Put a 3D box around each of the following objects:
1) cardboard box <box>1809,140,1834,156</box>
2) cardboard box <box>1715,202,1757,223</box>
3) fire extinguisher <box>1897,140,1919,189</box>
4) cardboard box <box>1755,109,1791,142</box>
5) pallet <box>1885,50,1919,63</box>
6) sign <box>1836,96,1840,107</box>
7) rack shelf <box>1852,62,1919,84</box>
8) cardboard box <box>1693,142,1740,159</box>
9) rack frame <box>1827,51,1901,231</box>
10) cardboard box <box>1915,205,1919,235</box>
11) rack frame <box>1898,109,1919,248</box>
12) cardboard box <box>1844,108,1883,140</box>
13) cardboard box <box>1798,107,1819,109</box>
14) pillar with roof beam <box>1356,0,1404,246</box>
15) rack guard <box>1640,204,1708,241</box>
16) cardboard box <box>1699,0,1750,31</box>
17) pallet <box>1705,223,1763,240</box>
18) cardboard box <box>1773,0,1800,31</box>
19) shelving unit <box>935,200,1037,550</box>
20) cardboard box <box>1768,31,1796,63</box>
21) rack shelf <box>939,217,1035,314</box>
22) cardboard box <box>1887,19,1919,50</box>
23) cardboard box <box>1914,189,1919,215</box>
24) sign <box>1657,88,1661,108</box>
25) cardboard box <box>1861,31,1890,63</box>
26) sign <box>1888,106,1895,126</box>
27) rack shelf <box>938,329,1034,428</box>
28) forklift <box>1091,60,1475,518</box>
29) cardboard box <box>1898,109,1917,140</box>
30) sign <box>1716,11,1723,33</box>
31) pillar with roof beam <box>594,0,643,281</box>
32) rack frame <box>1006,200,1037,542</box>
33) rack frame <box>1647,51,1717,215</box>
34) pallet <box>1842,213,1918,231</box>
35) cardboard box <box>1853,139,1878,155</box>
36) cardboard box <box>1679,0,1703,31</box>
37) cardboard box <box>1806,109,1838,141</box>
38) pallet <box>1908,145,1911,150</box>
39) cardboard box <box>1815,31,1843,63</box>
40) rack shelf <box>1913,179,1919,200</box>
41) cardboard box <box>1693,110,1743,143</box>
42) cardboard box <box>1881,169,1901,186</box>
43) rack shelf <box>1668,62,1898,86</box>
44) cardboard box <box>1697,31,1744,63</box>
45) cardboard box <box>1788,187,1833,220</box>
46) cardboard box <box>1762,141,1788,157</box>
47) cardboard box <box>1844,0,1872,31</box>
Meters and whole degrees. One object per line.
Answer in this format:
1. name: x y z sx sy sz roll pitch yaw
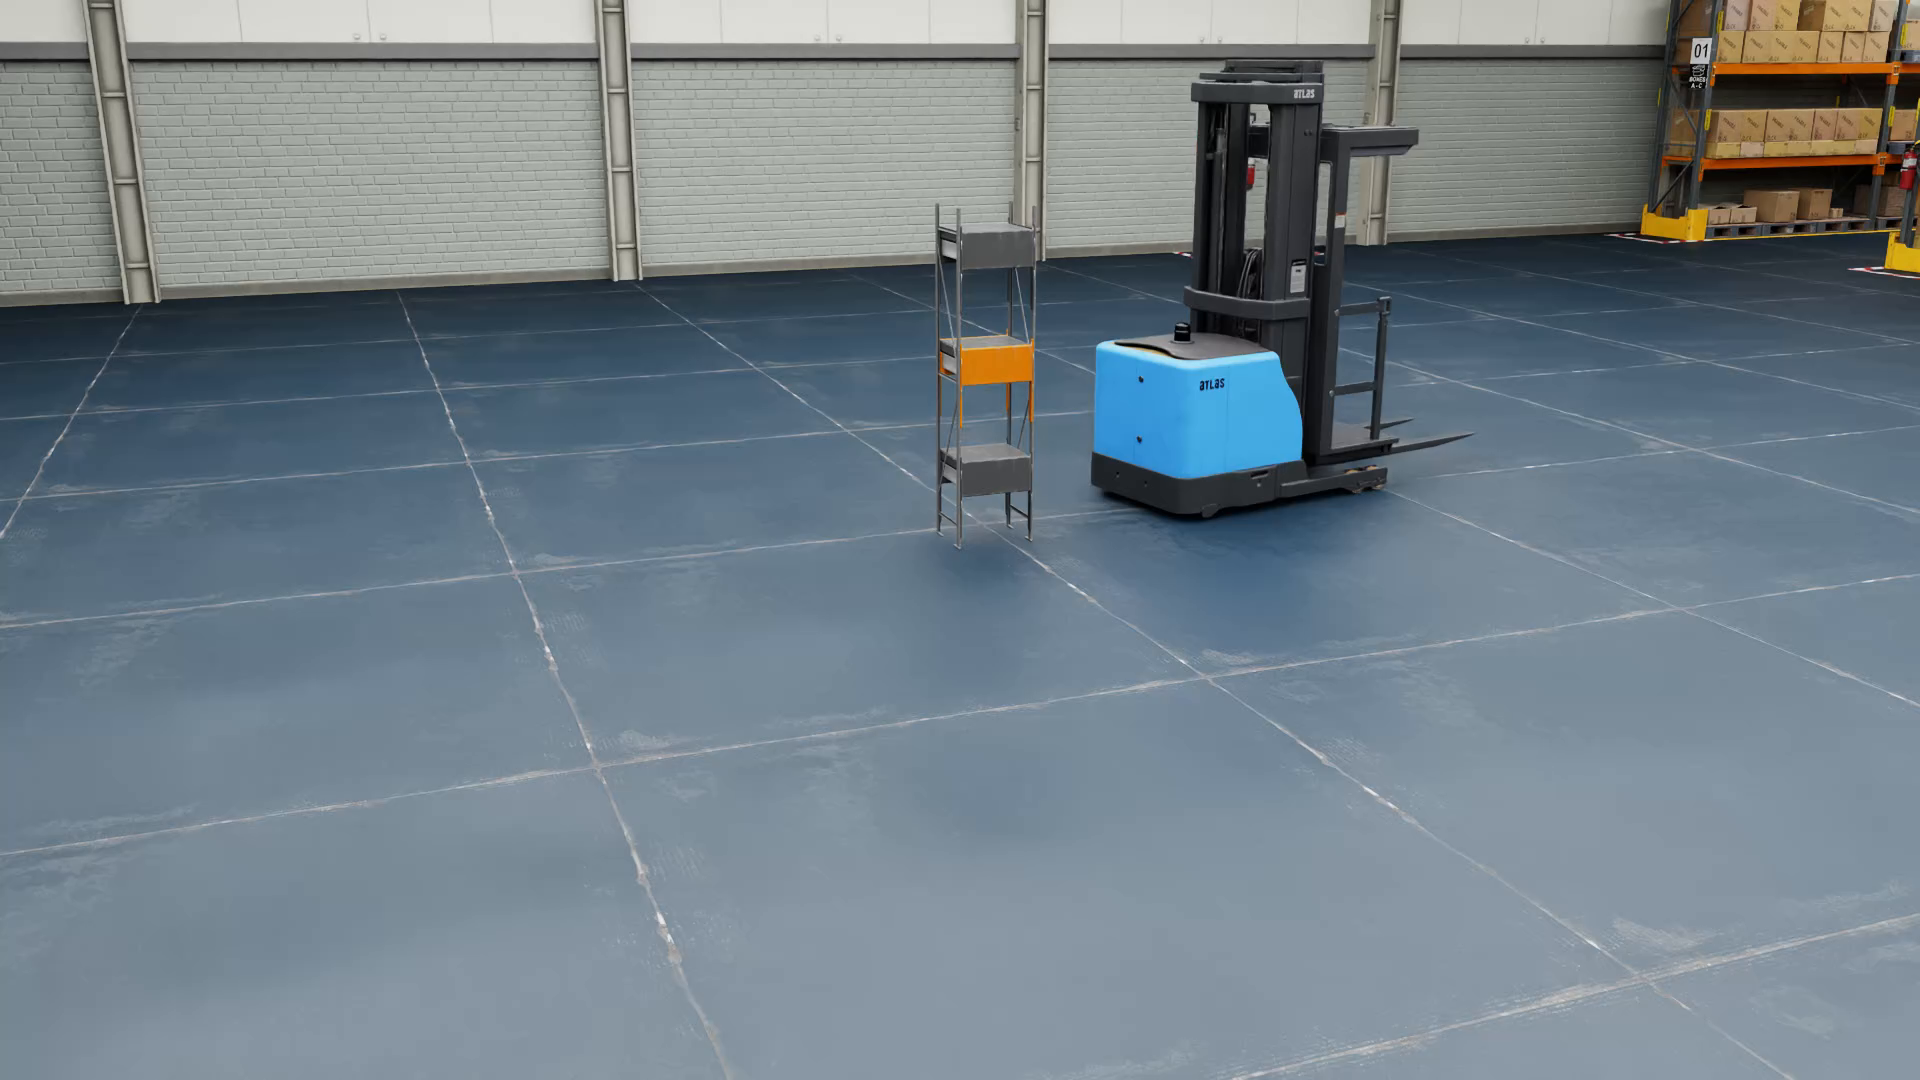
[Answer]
1. cardboard box: 14.367 -6.639 28.112 0.500 0.250 0.500 -6 17 -20
2. cardboard box: 13.108 -5.553 28.174 0.500 0.311 0.500 -5 17 -15
3. fire extinguisher: 13.397 -5.298 23.454 0.183 0.674 0.296 -6 17 -20
4. cardboard box: 13.401 -6.892 27.644 0.500 0.500 0.500 -7 18 -22
5. pallet: 16.248 -8.315 28.598 1.003 0.211 1.213 -6 17 -20
6. sign: 15.431 -7.633 29.211 0.005 0.325 0.100 -6 17 -20
7. rack shelf: 17.501 -8.227 29.243 4.000 0.370 1.077 -6 17 -20
8. cardboard box: 12.467 -6.431 27.406 0.500 0.250 0.500 -7 18 -22
9. rack frame: 15.633 -6.931 28.878 0.127 3.000 1.000 -6 17 -20
10. cardboard box: 14.068 -4.599 23.741 0.500 0.500 0.500 -6 17 -20
11. rack frame: 13.674 -5.225 23.068 0.127 3.000 1.000 -6 17 -20
12. cardboard box: 15.302 -7.100 28.351 0.500 0.500 0.500 -6 17 -20
13. cardboard box: 14.635 -7.185 28.642 0.500 0.500 0.500 -6 17 -20
14. pillar with roof beam: 8.180 -7.967 21.758 0.400 9.000 9.100 -6 17 -20
15. rack guard: 11.969 -5.336 27.883 0.348 0.500 1.175 -6 17 -20
16. cardboard box: 12.344 -8.480 26.839 0.500 0.500 0.500 -8 18 -24
17. pallet: 12.740 -5.270 28.171 1.213 0.211 1.003 -6 17 -20
18. cardboard box: 13.306 -8.571 27.152 0.500 0.500 0.500 -6 17 -19
19. shelving unit: 0.155 -1.024 10.359 0.503 2.100 0.431 -6 17 -20
20. cardboard box: 13.297 -8.091 27.290 0.500 0.500 0.500 -5 17 -18
21. rack shelf: 0.155 -1.683 10.166 0.480 0.518 0.431 -6 17 -20
22. cardboard box: 16.172 -8.654 28.498 0.500 0.500 0.500 -4 17 -12
23. cardboard box: 16.779 -6.087 29.658 0.500 0.500 0.700 -7 18 -21
24. sign: 11.718 -7.383 27.801 0.005 0.325 0.100 -6 17 -20
25. cardboard box: 15.248 -8.312 28.043 0.500 0.500 0.500 -6 17 -19
26. sign: 15.834 -7.205 28.272 0.005 0.325 0.100 -6 17 -20
27. rack shelf: 0.155 -1.011 10.363 0.480 0.518 0.431 -6 17 -20
28. forklift: 2.437 -1.848 11.689 3.031 2.935 1.130 -10 19 -31
29. cardboard box: 16.645 -7.287 29.131 0.500 0.500 0.700 -4 17 -14
30. sign: 12.092 -8.244 26.473 0.005 0.325 0.100 -6 17 -20
31. pillar with roof beam: -3.026 -6.757 17.638 0.400 9.000 9.100 -6 17 -20
32. rack frame: 0.382 -1.049 10.443 0.015 2.100 0.400 -6 17 -20
33. rack frame: 11.898 -6.528 27.505 0.127 3.000 1.000 -6 17 -20
34. pallet: 16.359 -5.672 29.539 1.213 0.211 1.003 -6 17 -20
35. cardboard box: 15.299 -6.741 28.462 0.500 0.250 0.500 -6 17 -20
36. cardboard box: 12.207 -8.617 27.306 0.500 0.500 0.500 -5 17 -18
37. cardboard box: 14.364 -7.000 28.011 0.500 0.500 0.500 -7 18 -22
38. pallet: 17.534 -7.032 29.562 1.213 0.211 1.003 -6 17 -20
39. cardboard box: 14.269 -8.199 27.657 0.500 0.500 0.500 -7 18 -22
40. rack shelf: 15.541 -5.082 23.856 4.000 0.370 1.077 -6 17 -20
41. cardboard box: 12.451 -6.795 27.312 0.500 0.500 0.500 -6 17 -20
42. cardboard box: 16.724 -6.427 29.484 0.500 0.250 0.500 -7 18 -21
43. rack shelf: 13.765 -7.824 27.870 4.000 0.370 1.077 -6 17 -20
44. cardboard box: 12.300 -7.993 26.956 0.500 0.500 0.500 -6 17 -19
45. cardboard box: 14.678 -5.828 28.776 0.500 0.500 0.500 -8 18 -24
46. cardboard box: 13.425 -6.537 27.767 0.500 0.250 0.500 -6 18 -21
47. cardboard box: 14.751 -8.728 27.684 0.500 0.500 0.500 -5 17 -17
